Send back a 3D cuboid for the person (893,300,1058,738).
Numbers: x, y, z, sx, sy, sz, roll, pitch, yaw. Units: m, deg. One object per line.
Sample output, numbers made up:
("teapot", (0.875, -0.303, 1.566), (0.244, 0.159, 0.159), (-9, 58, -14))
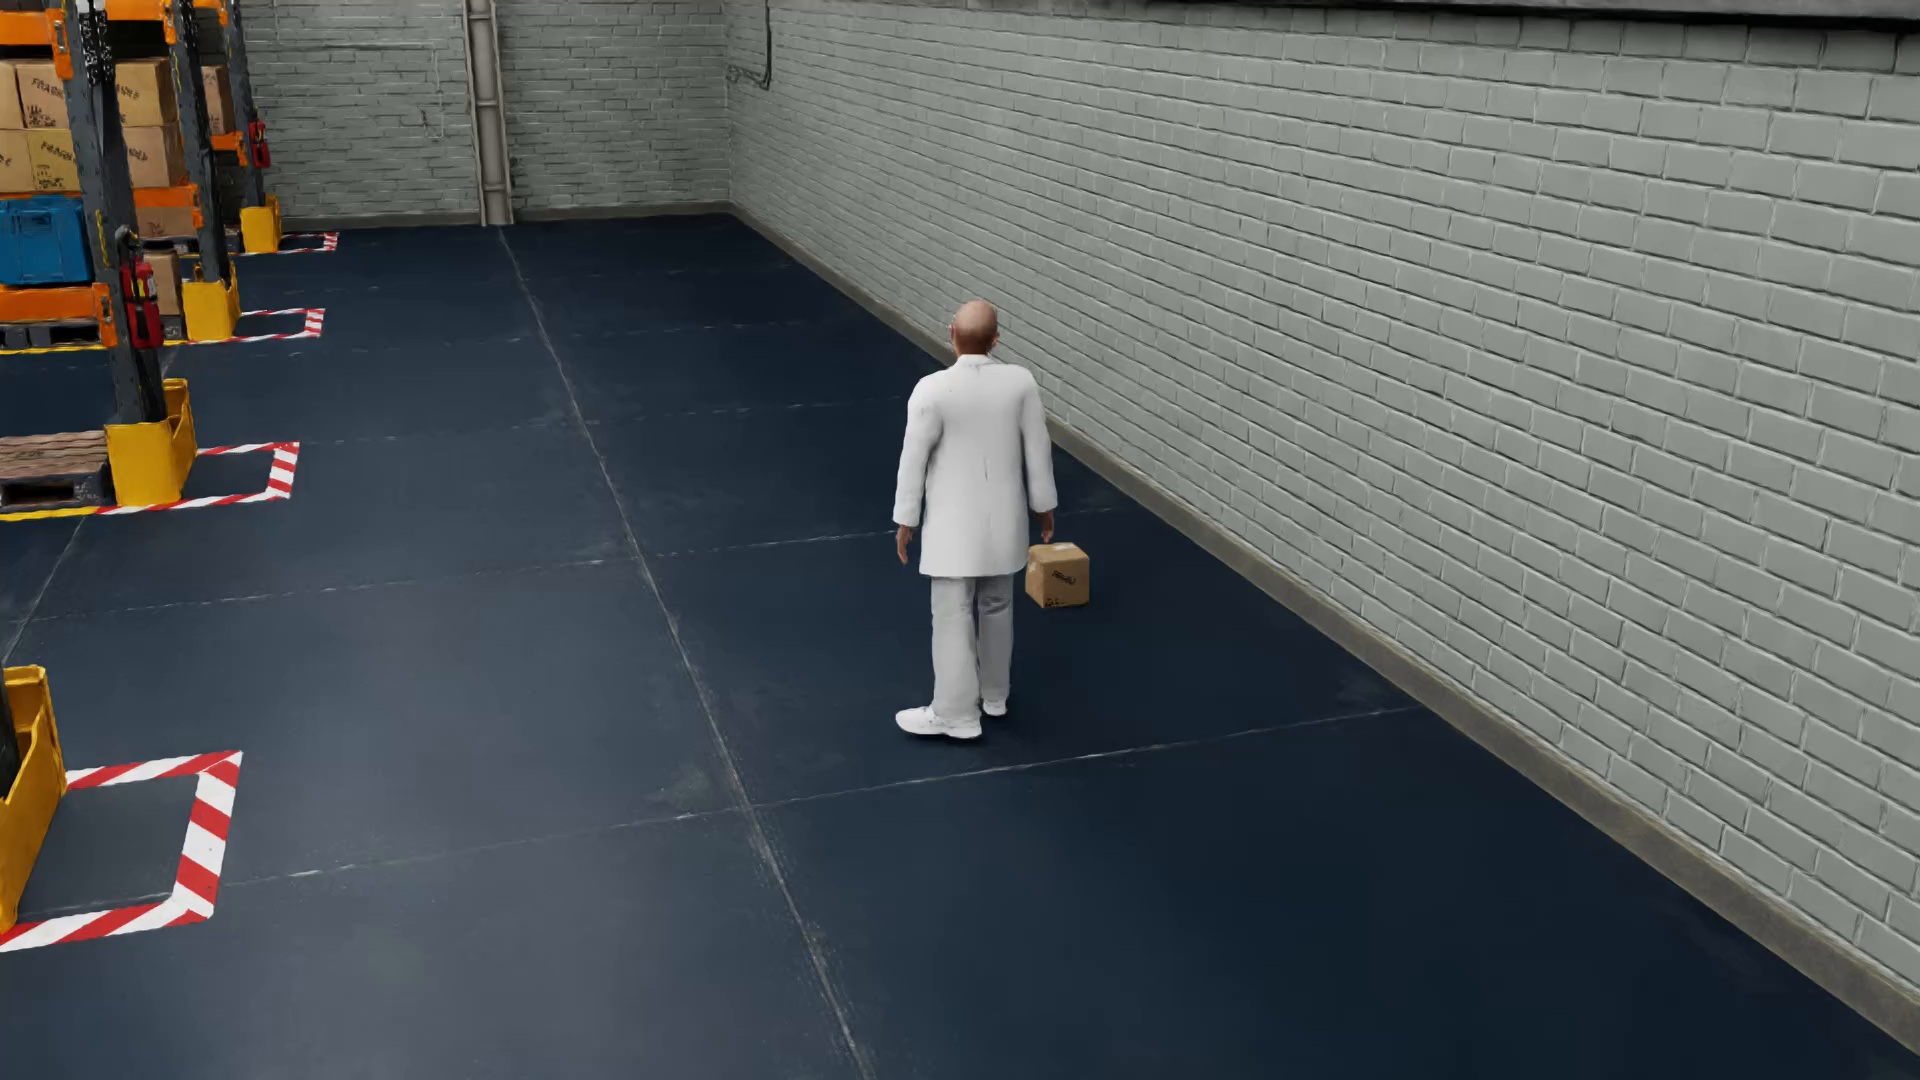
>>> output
("person", (0.045, -0.105, 6.822), (0.700, 1.781, 0.574), (-7, 20, -20))
